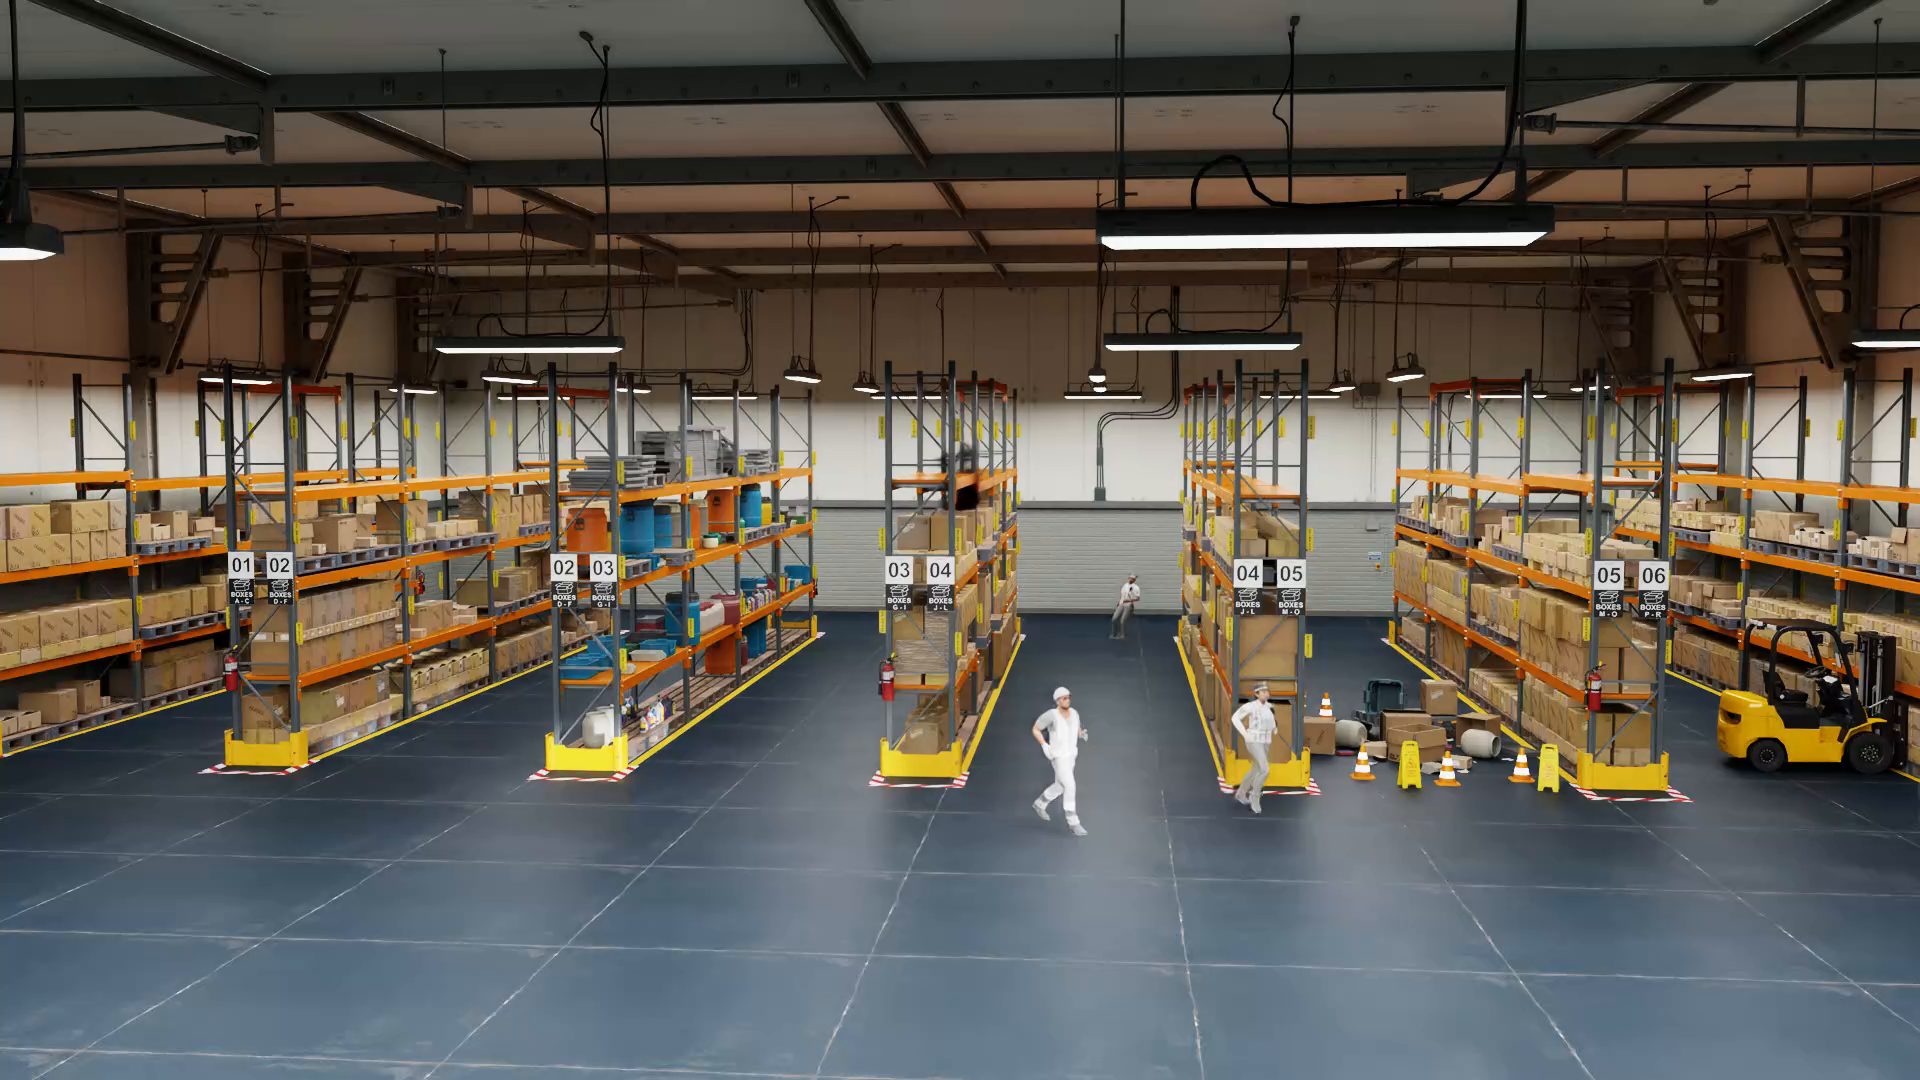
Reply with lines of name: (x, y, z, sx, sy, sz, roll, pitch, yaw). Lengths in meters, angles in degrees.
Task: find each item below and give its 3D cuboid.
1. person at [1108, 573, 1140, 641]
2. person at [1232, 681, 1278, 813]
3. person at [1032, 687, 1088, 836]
person: (3.911, 1.595, 39.546, 0.714, 1.656, 0.540, 4, 5, 43)
person: (3.947, 2.721, 22.023, 0.639, 1.739, 0.629, -3, 5, -37)
person: (1.280, 2.731, 20.847, 0.634, 1.802, 0.929, -4, 5, -45)
